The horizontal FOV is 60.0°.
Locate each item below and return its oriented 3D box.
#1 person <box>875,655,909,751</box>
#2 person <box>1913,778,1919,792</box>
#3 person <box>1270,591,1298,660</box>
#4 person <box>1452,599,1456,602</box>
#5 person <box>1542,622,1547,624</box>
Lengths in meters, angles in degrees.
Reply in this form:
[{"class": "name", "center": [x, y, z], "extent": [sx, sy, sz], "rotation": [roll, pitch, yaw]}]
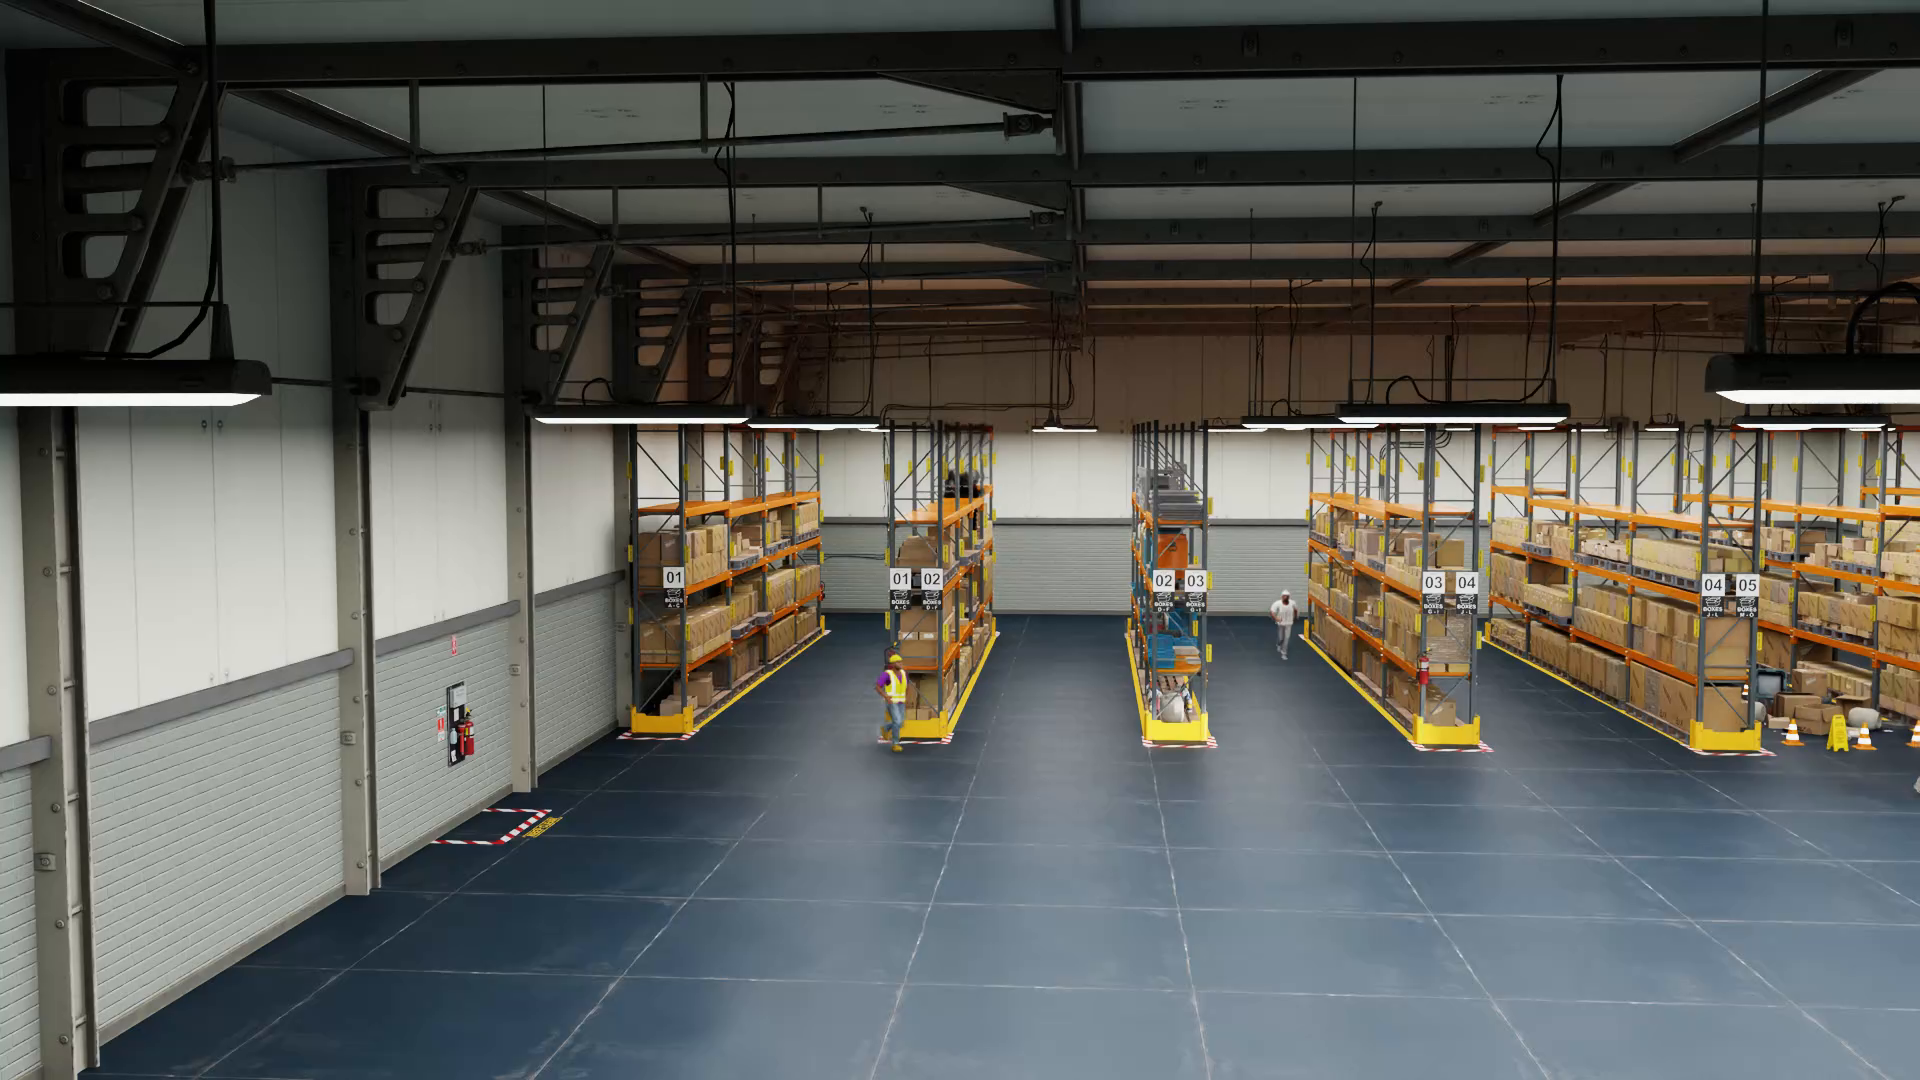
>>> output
[{"class": "person", "center": [-1.225, 2.952, 30.384], "extent": [0.749, 1.735, 0.706], "rotation": [-3, 5, -43]}, {"class": "person", "center": [15.390, 3.236, 25.947], "extent": [0.687, 1.781, 0.877], "rotation": [-3, 5, -44]}, {"class": "person", "center": [8.302, 2.159, 42.602], "extent": [0.726, 1.755, 0.959], "rotation": [0, 4, 0]}, {"class": "person", "center": [13.285, 2.056, 43.835], "extent": [0.667, 1.797, 0.911], "rotation": [1, 4, 14]}, {"class": "person", "center": [16.506, 1.926, 46.516], "extent": [0.685, 1.732, 0.643], "rotation": [-2, 4, -32]}]
